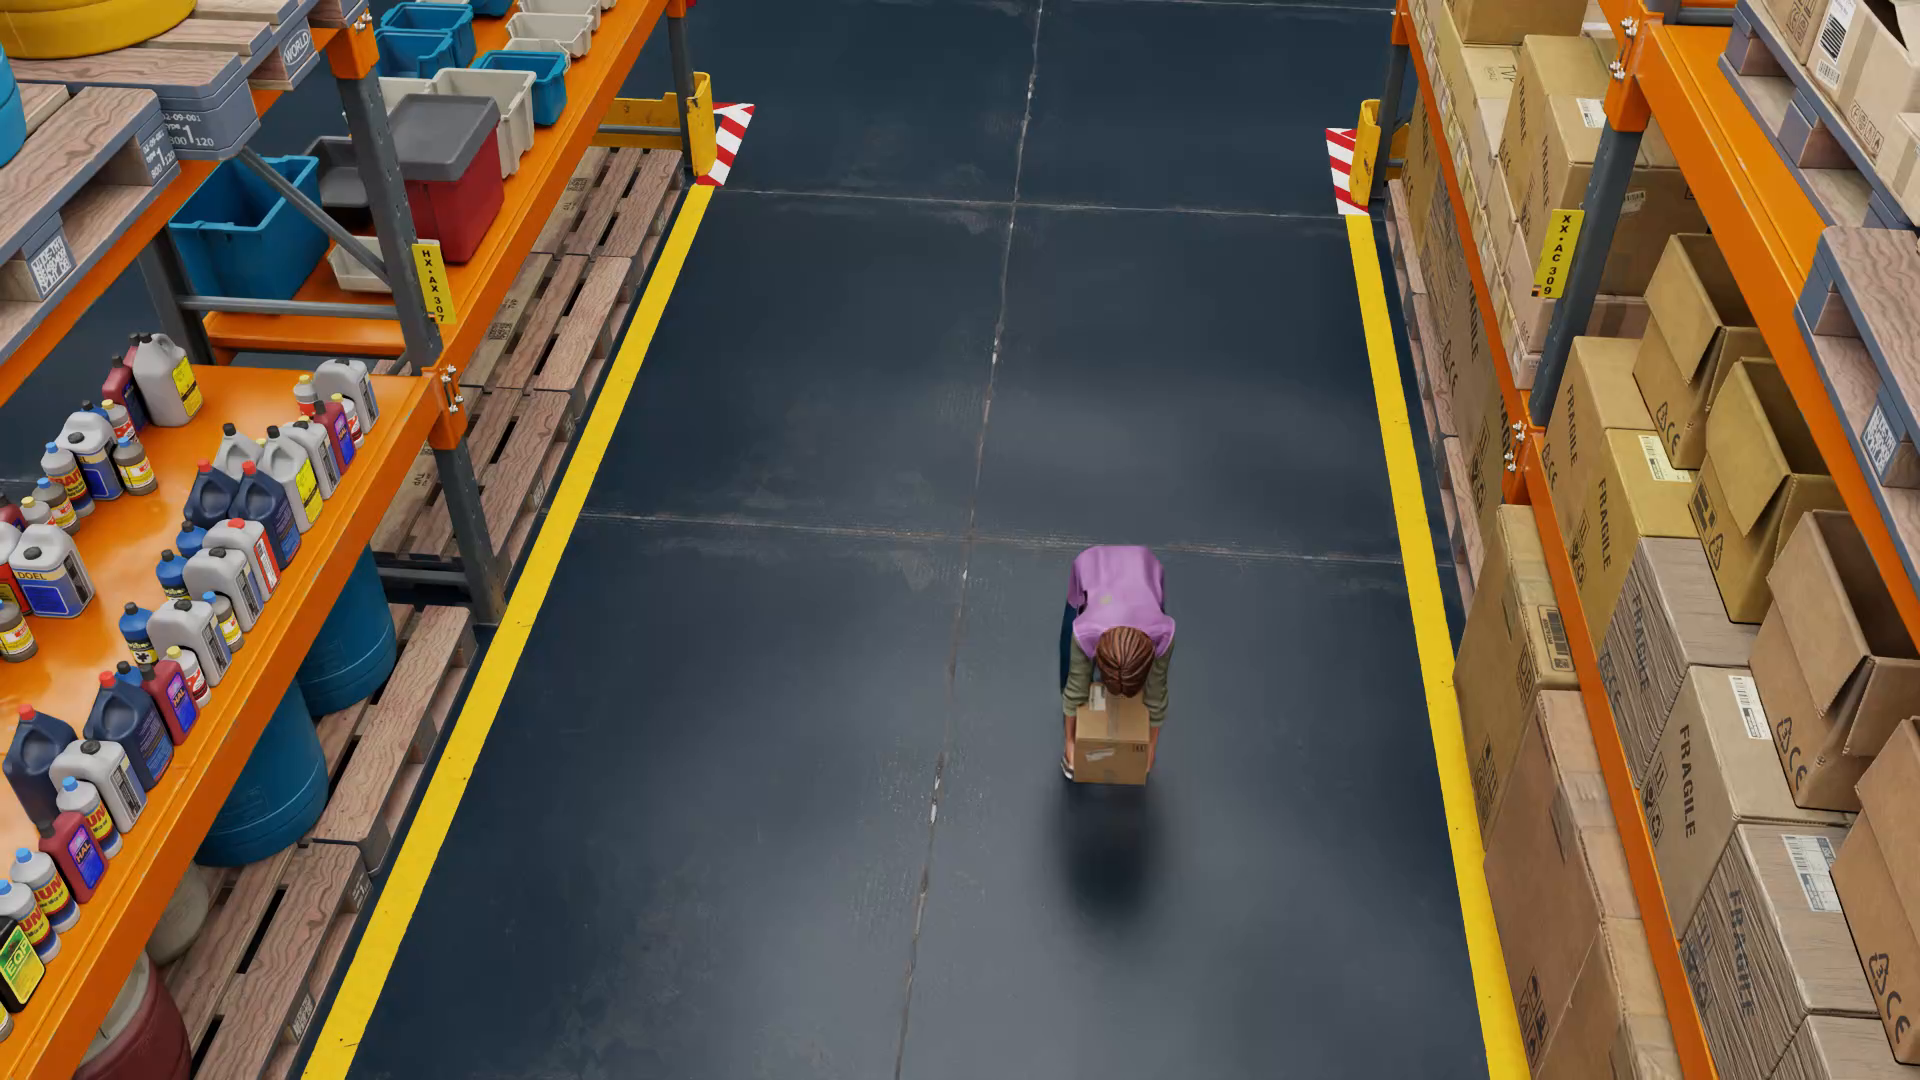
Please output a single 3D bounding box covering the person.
[{"bbox_3d":[0.541,0.541,5.888,0.385,1.139,0.848,2,41,3],"label":"person"}]
